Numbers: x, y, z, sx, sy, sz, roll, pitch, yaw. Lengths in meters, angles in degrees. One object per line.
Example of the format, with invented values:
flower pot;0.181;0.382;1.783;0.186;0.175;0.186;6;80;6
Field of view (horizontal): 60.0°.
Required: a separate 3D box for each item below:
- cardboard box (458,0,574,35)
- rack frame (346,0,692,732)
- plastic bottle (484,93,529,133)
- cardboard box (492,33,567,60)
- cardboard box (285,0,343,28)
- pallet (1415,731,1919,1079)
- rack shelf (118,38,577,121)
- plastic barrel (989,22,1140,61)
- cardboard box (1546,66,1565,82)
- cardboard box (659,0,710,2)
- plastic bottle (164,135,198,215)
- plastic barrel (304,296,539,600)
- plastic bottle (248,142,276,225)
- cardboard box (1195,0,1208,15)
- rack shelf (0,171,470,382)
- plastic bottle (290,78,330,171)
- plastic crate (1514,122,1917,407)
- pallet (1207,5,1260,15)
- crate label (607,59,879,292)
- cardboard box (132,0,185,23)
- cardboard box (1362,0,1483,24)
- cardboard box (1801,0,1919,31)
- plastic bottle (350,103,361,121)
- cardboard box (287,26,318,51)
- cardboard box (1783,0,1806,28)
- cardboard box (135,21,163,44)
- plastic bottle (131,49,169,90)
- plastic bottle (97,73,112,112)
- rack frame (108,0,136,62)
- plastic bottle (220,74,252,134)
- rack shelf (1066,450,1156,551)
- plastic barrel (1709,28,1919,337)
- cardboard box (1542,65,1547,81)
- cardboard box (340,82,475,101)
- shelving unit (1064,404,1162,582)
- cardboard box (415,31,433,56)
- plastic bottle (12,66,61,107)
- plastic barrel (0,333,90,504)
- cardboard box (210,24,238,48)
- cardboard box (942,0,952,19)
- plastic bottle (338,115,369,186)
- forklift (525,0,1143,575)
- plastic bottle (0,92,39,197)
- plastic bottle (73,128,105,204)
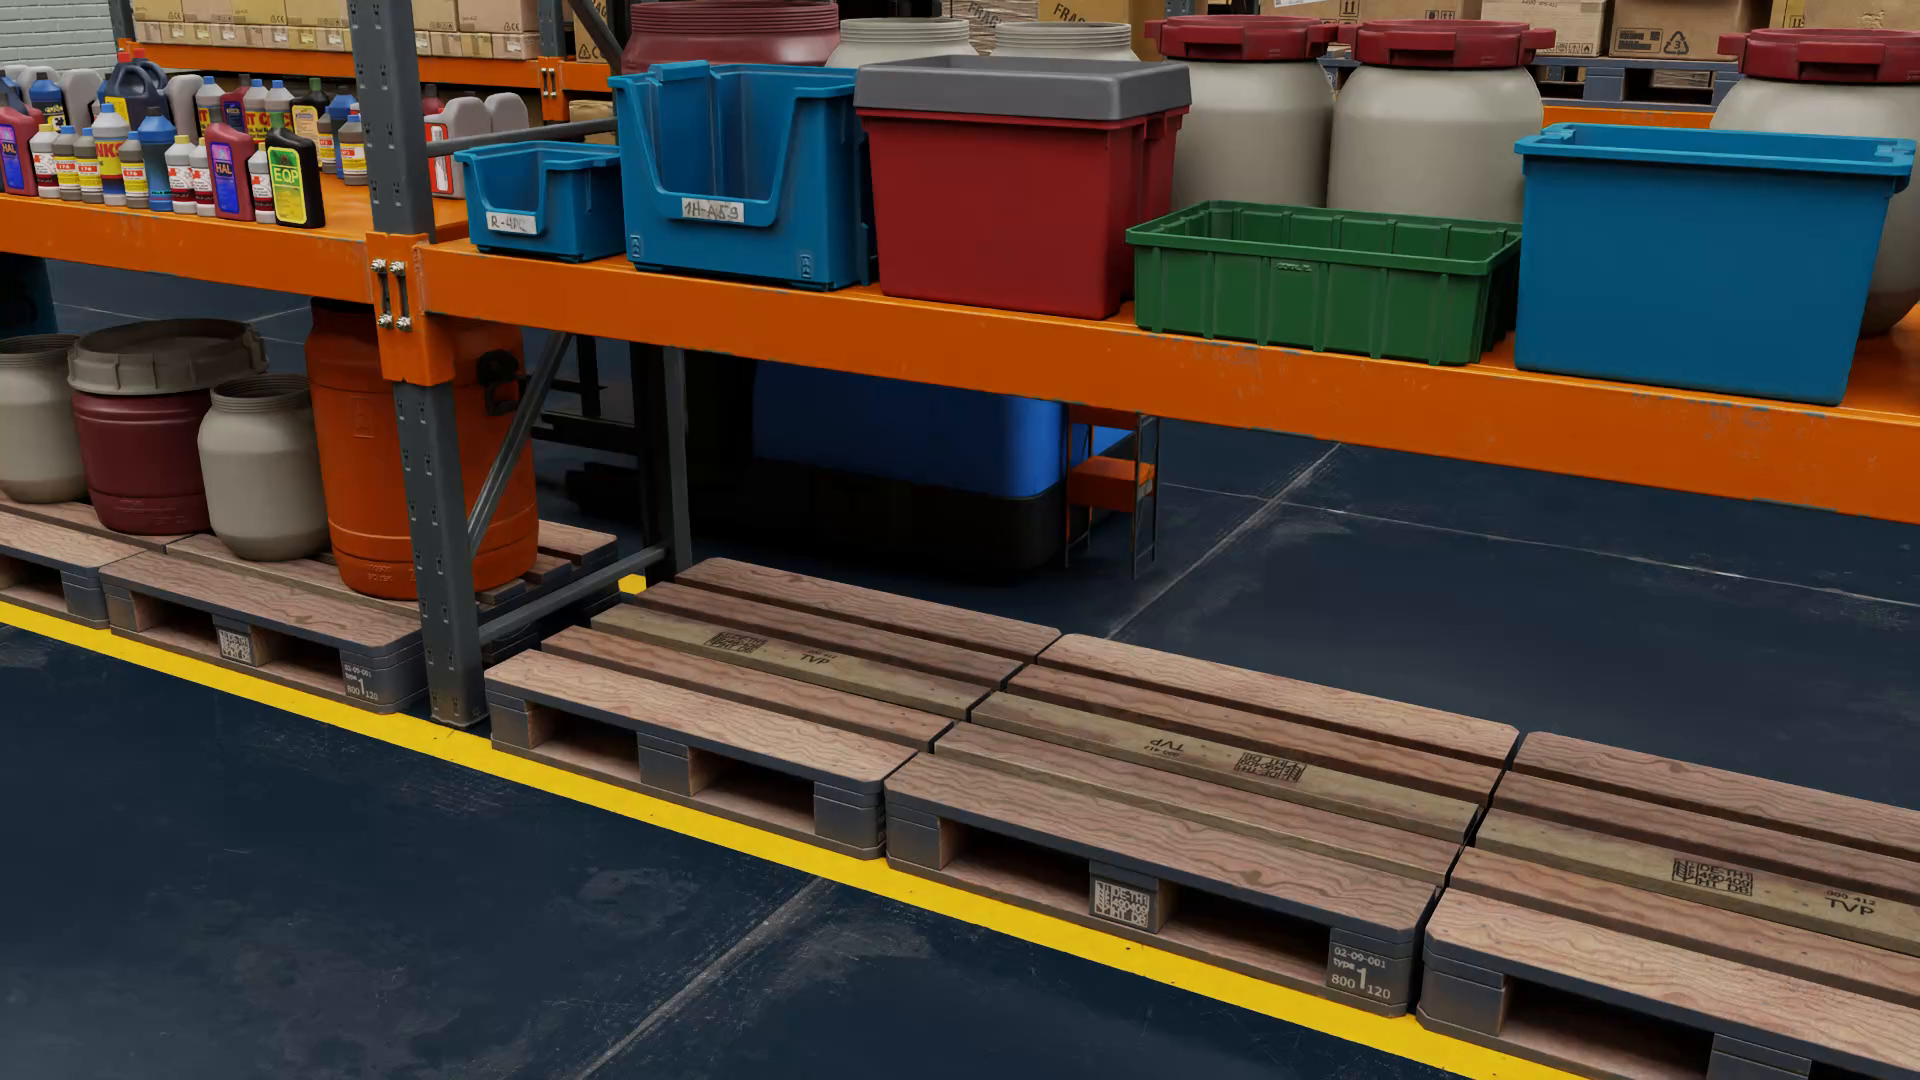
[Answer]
cardboard box;-2.725;-3.260;10.238;0.500;0.250;0.500;10;22;26
rack frame;-1.135;-1.056;4.378;0.127;3.000;1.000;11;23;27
plastic bottle;-1.355;-1.166;4.863;0.135;0.276;0.152;11;23;27
cardboard box;-2.637;-3.031;10.190;0.250;0.149;0.380;11;23;28
cardboard box;-4.064;-3.516;10.942;0.500;0.250;0.500;10;22;26
pallet;1.653;0.801;3.348;1.213;0.211;1.003;11;23;27
rack shelf;-3.958;-3.190;11.316;4.000;0.370;1.077;11;23;27
plastic barrel;0.235;-0.931;3.869;0.421;0.512;0.421;0;20;0
cardboard box;7.625;-6.074;21.261;0.500;0.500;0.500;10;22;26
cardboard box;-1.493;-3.009;9.614;0.500;0.500;0.500;11;23;27
plastic bottle;-2.074;-0.982;4.465;0.097;0.201;0.097;0;20;0
plastic barrel;-1.570;-0.310;4.887;0.708;0.830;0.600;11;23;27
plastic bottle;-1.788;-0.928;4.315;0.097;0.201;0.097;0;20;0
cardboard box;0.989;-2.739;8.872;0.500;0.500;0.500;12;23;29
rack shelf;-2.881;-1.051;5.417;4.000;0.370;1.077;11;23;27
plastic bottle;-2.055;-1.321;5.278;0.133;0.283;0.061;11;23;27
plastic crate;1.242;-0.474;2.797;0.575;0.384;0.392;11;23;27
pallet;2.040;-4.217;13.374;1.213;0.211;1.003;11;23;27
crate label;-0.400;-0.827;3.694;0.616;0.435;0.502;11;23;27
cardboard box;-5.416;-3.770;11.643;0.500;0.250;0.500;10;22;26
cardboard box;2.308;-2.634;7.965;0.500;0.500;0.700;15;25;35
cardboard box;4.147;-2.519;6.914;1.000;1.000;1.000;11;23;28
plastic bottle;-1.759;-1.243;5.075;0.135;0.276;0.152;11;23;27
cardboard box;-4.211;-3.330;11.015;0.250;0.149;0.380;10;22;26
cardboard box;5.811;-3.547;11.099;0.500;0.500;0.500;11;23;28
cardboard box;-5.555;-3.586;11.720;0.250;0.149;0.380;11;23;28
plastic bottle;-2.703;-1.460;5.562;0.185;0.351;0.144;11;23;27
plastic bottle;-2.845;-1.435;5.610;0.097;0.271;0.097;0;20;0
rack frame;-5.704;-3.861;12.110;0.127;3.000;1.000;11;23;27
plastic bottle;-2.342;-1.375;5.429;0.133;0.283;0.061;11;23;27
rack shelf;0.507;-0.134;5.541;0.240;0.259;0.215;10;22;26
plastic barrel;1.629;-0.679;3.139;0.433;0.535;0.433;0;20;0
cardboard box;5.551;-4.819;17.251;0.875;0.875;0.875;11;22;27
cardboard box;-3.534;-2.678;11.348;0.875;0.875;0.875;11;23;27
shelving unit;0.507;-0.405;5.443;0.252;1.050;0.215;10;22;26
cardboard box;-3.311;-3.159;10.544;0.250;0.149;0.380;11;23;28
plastic bottle;-3.249;-1.527;5.857;0.135;0.276;0.152;11;23;27
plastic barrel;-3.093;-0.415;5.644;0.421;0.512;0.421;0;20;0
cardboard box;-4.878;-3.458;11.367;0.250;0.149;0.380;10;22;26
cardboard box;-0.158;-2.756;8.917;0.500;0.500;0.500;10;22;26
plastic bottle;-1.804;-1.168;4.976;0.097;0.201;0.097;0;20;0
forklift;-0.877;-1.600;5.977;3.031;2.935;1.130;10;22;26
plastic bottle;-2.694;-1.132;4.757;0.133;0.283;0.061;11;23;27
plastic bottle;-2.414;-1.047;4.644;0.097;0.201;0.097;0;20;0
